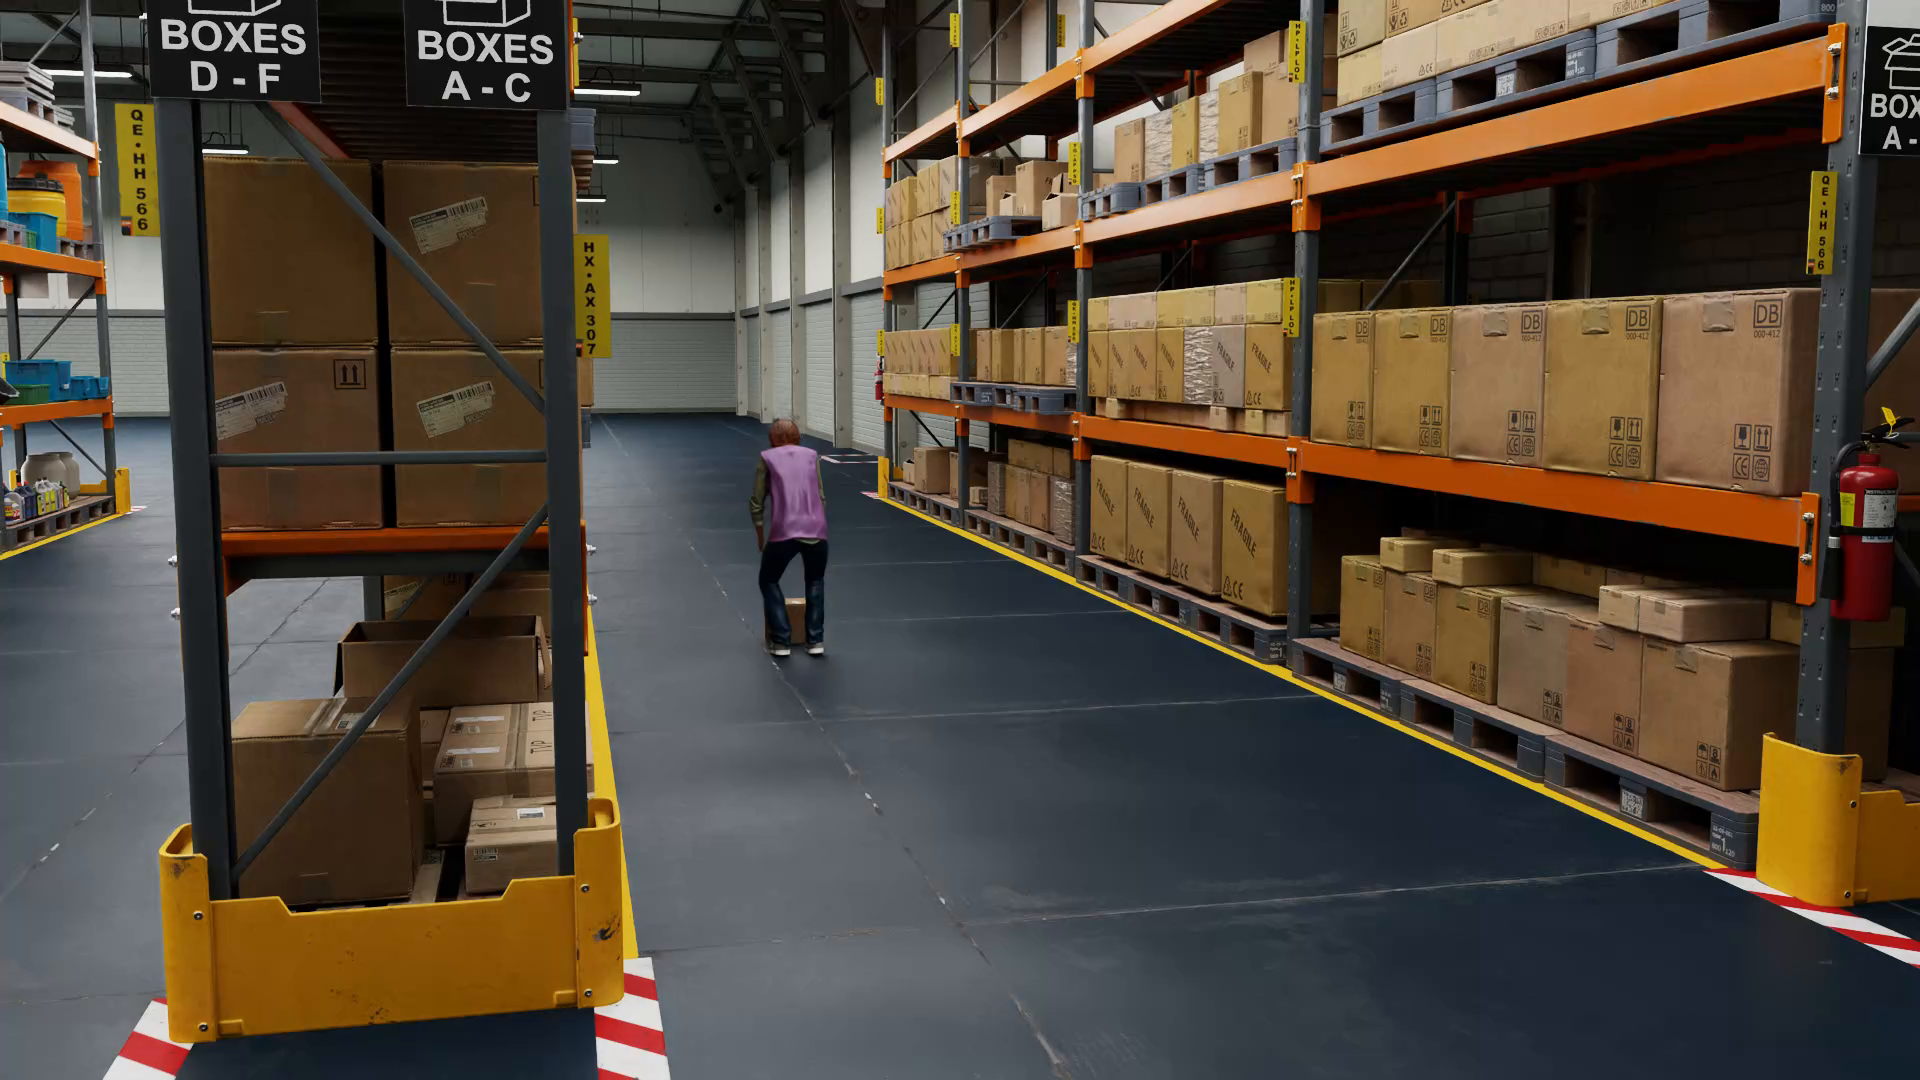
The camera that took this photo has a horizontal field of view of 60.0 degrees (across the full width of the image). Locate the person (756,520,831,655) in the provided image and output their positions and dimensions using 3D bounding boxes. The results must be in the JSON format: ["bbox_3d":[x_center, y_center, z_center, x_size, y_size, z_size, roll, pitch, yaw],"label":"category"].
[{"bbox_3d":[-1.018,0.272,10.048,0.428,0.815,0.861,-2,7,-16],"label":"person"}]
